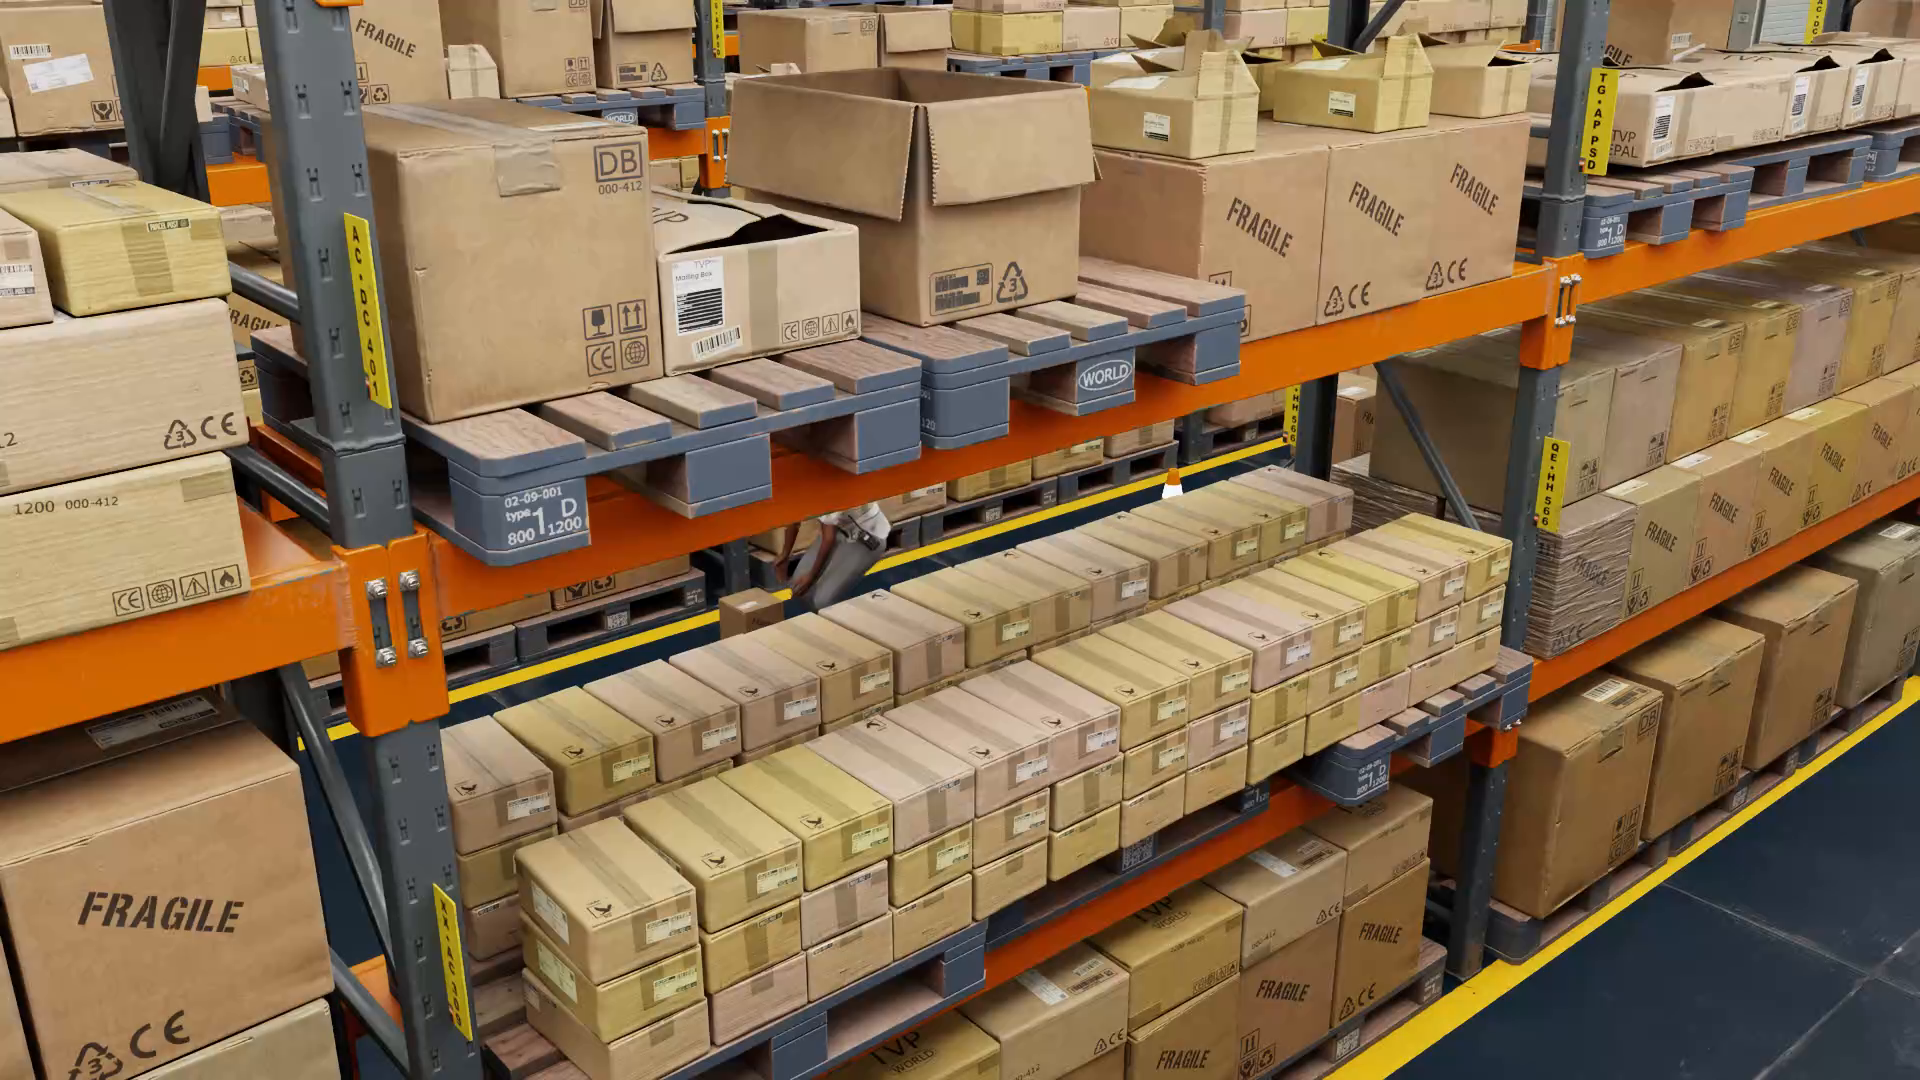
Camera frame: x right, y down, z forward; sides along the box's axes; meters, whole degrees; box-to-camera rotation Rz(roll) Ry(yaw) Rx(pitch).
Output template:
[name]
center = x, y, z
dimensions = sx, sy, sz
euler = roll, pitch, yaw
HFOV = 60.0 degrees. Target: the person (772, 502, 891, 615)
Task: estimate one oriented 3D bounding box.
[person]
center = -0.716, 0.042, 8.908
dimensions = 0.724, 1.360, 0.496
euler = -11, 24, -26
